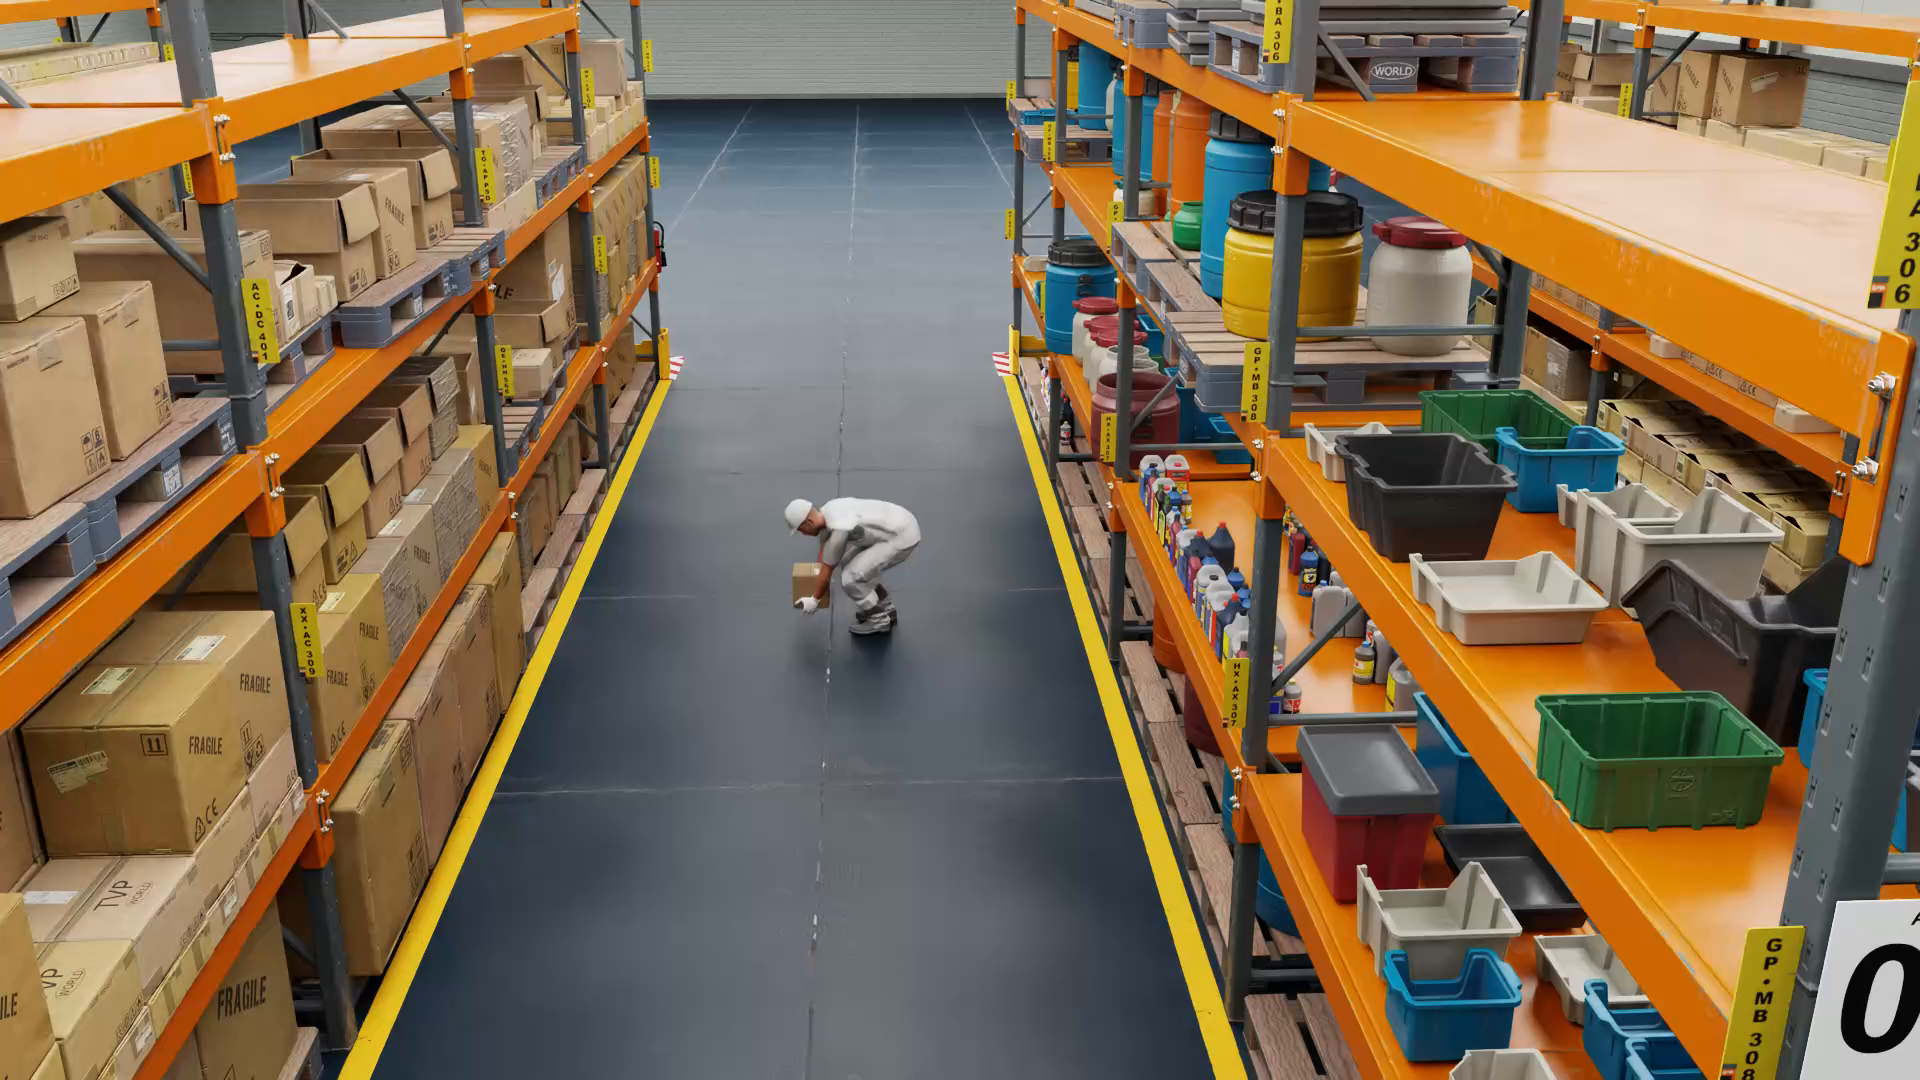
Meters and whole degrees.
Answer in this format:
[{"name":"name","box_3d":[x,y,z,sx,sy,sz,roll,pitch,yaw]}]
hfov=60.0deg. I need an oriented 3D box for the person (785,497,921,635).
[{"name":"person","box_3d":[-0.750,0.163,11.759,0.949,0.988,0.527,-2,20,-5]}]
